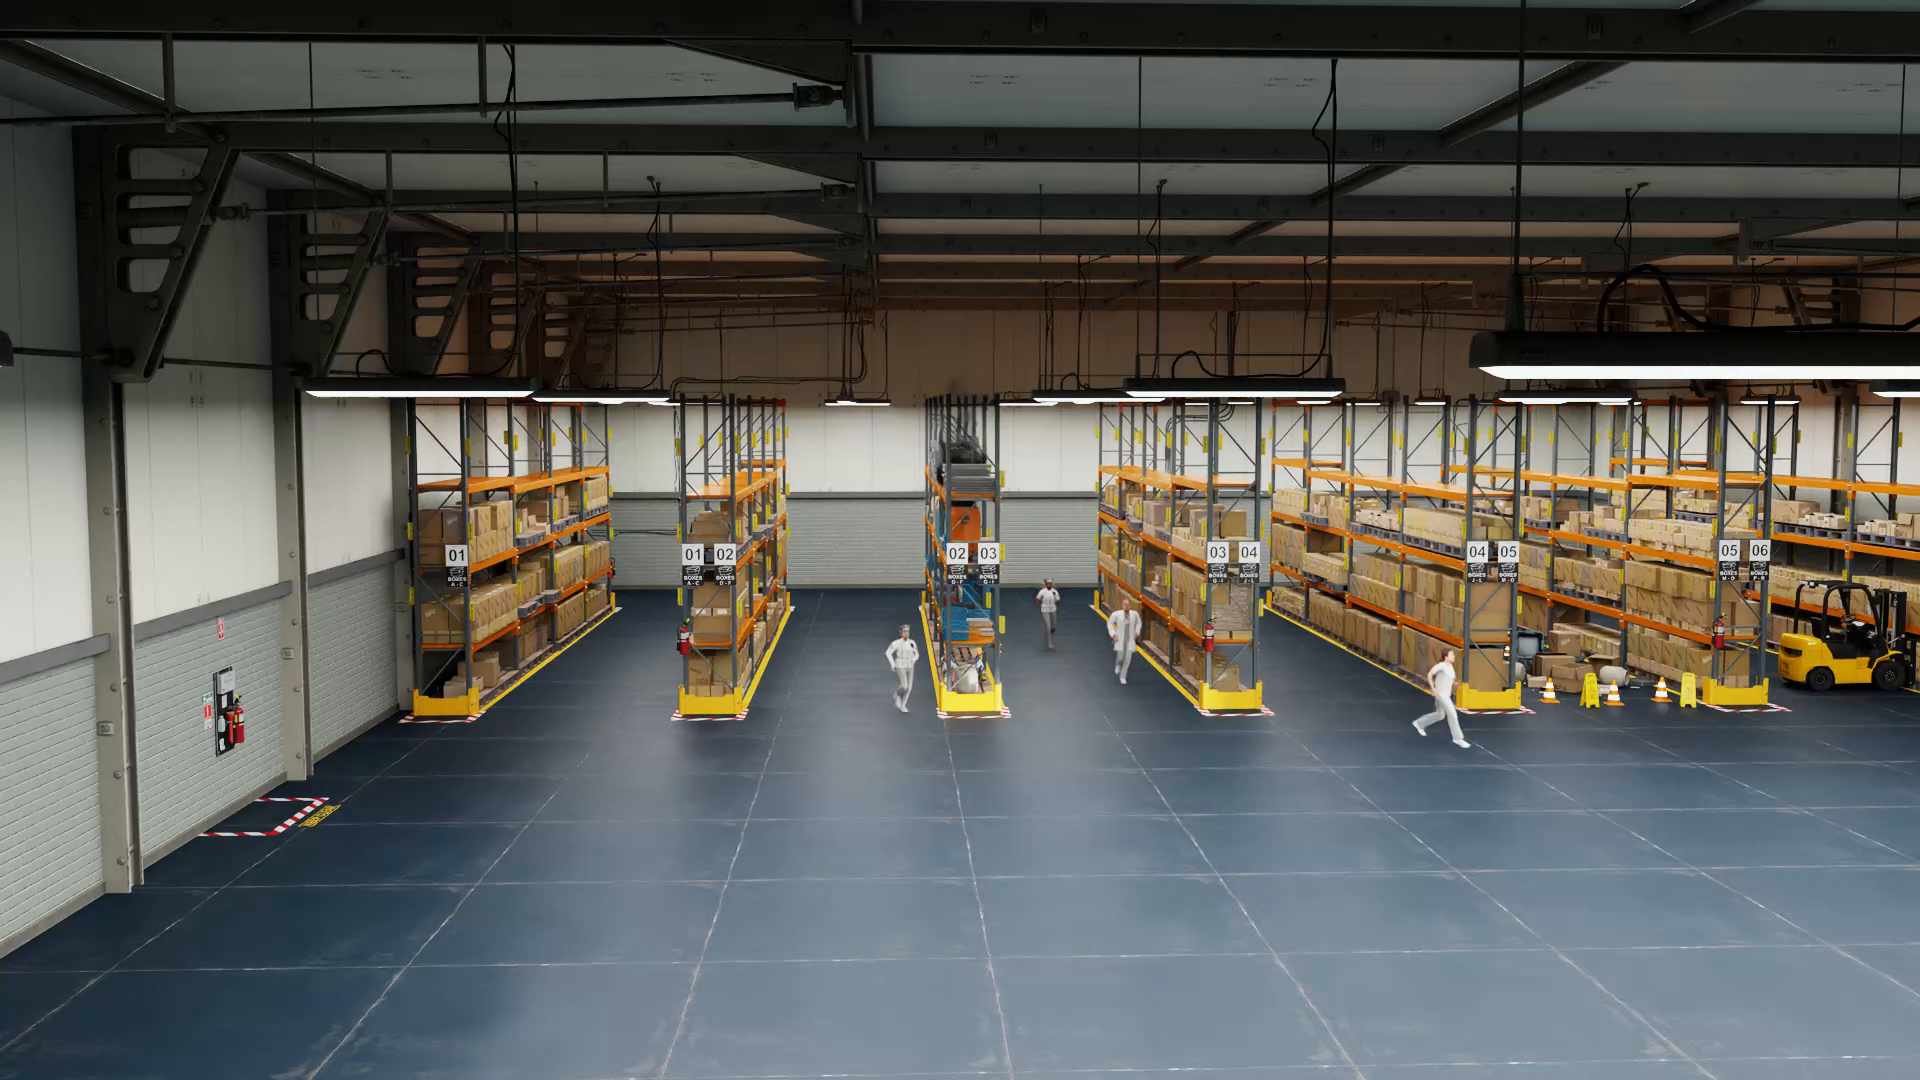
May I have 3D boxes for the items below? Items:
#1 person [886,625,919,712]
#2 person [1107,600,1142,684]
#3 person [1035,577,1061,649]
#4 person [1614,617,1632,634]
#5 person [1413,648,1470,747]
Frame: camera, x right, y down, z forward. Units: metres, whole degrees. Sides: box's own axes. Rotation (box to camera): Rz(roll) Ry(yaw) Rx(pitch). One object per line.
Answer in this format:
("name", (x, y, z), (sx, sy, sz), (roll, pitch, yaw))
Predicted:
("person", (-1.028, 2.419, 31.324), (0.597, 1.658, 0.542), (-2, 5, -25))
("person", (3.461, 2.107, 34.913), (0.735, 1.742, 0.681), (0, 5, -5))
("person", (2.129, 1.726, 39.901), (0.587, 1.672, 0.859), (-1, 5, -13))
("person", (16.368, 1.619, 40.914), (0.699, 1.739, 0.631), (-1, 5, -7))
("person", (8.201, 2.655, 28.332), (1.008, 1.664, 0.587), (4, 6, 38))
